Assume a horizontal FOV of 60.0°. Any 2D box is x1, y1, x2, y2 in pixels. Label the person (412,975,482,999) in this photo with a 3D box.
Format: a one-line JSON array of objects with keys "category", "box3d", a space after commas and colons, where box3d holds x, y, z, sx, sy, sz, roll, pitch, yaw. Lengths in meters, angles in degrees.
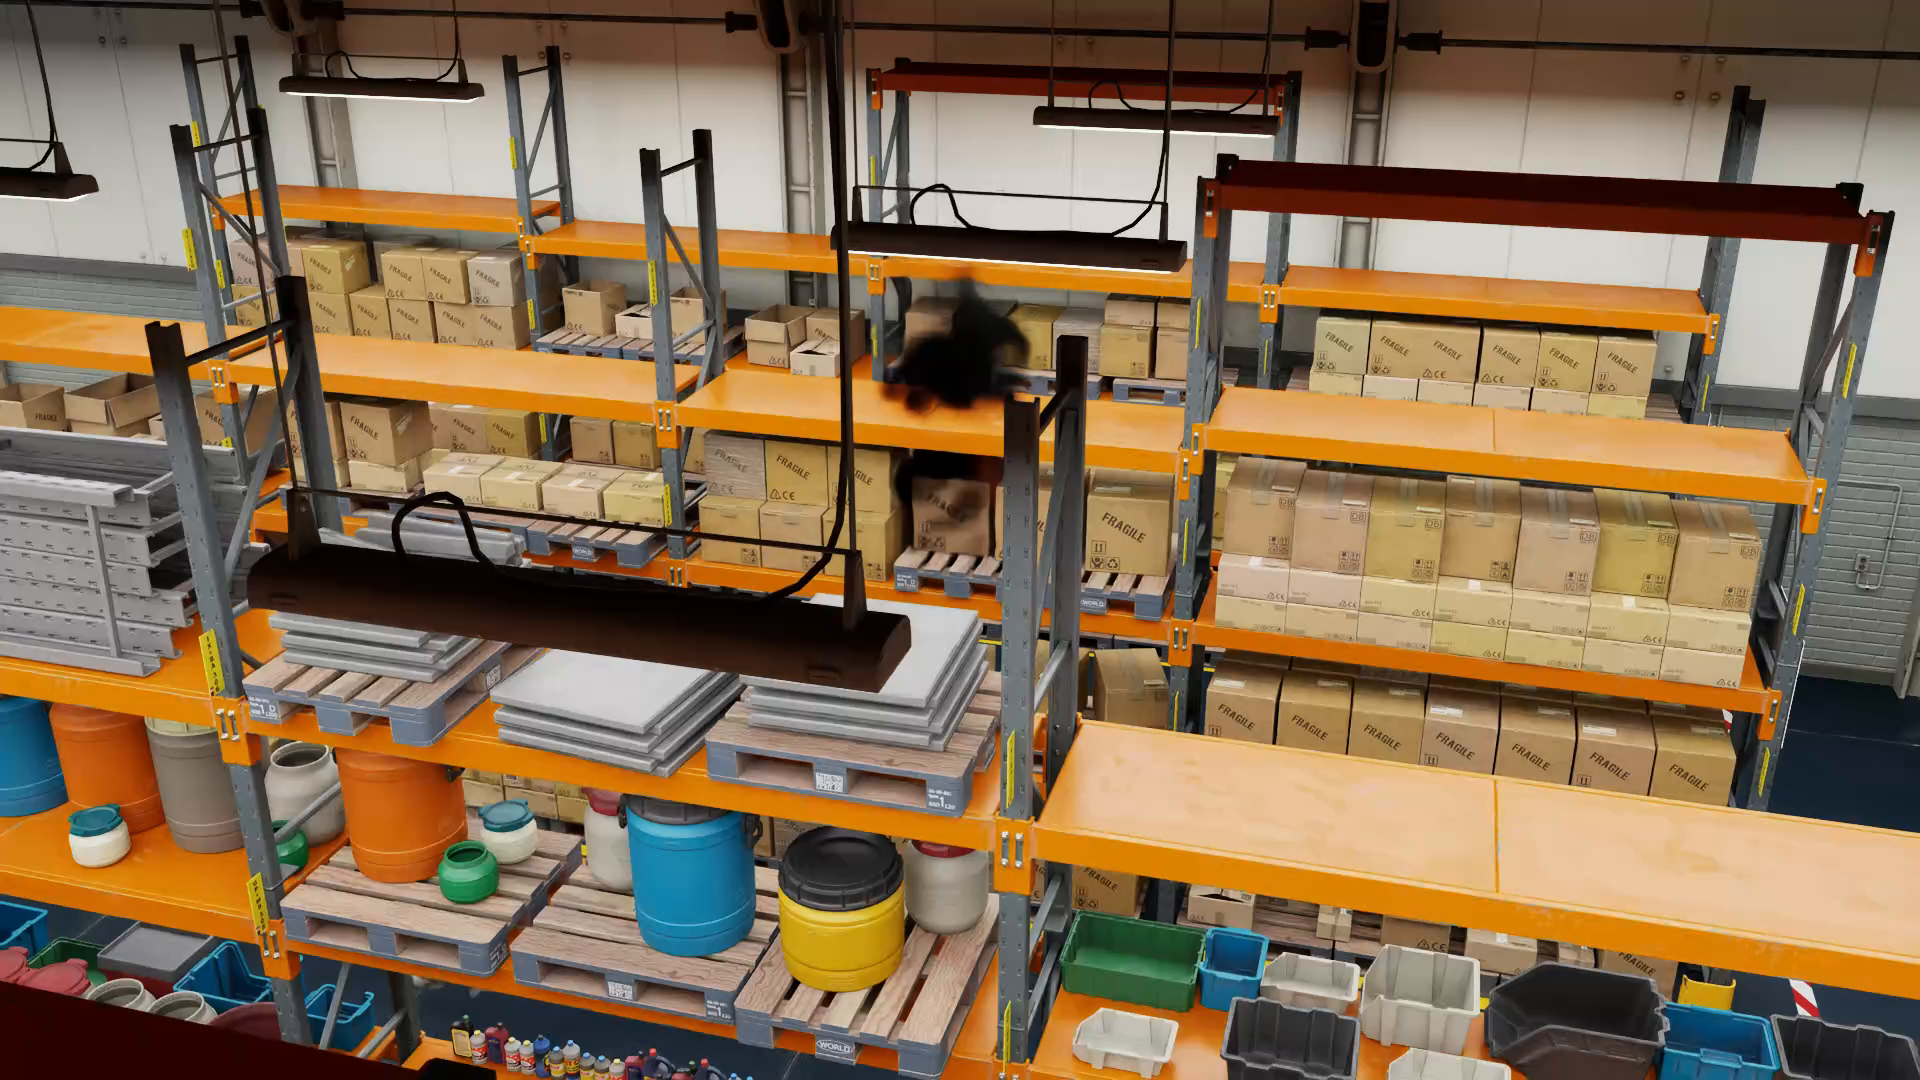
[{"category": "person", "box3d": [-3.744, 2.580, 12.003, 0.770, 1.649, 0.593, 7, 23, 16]}]
